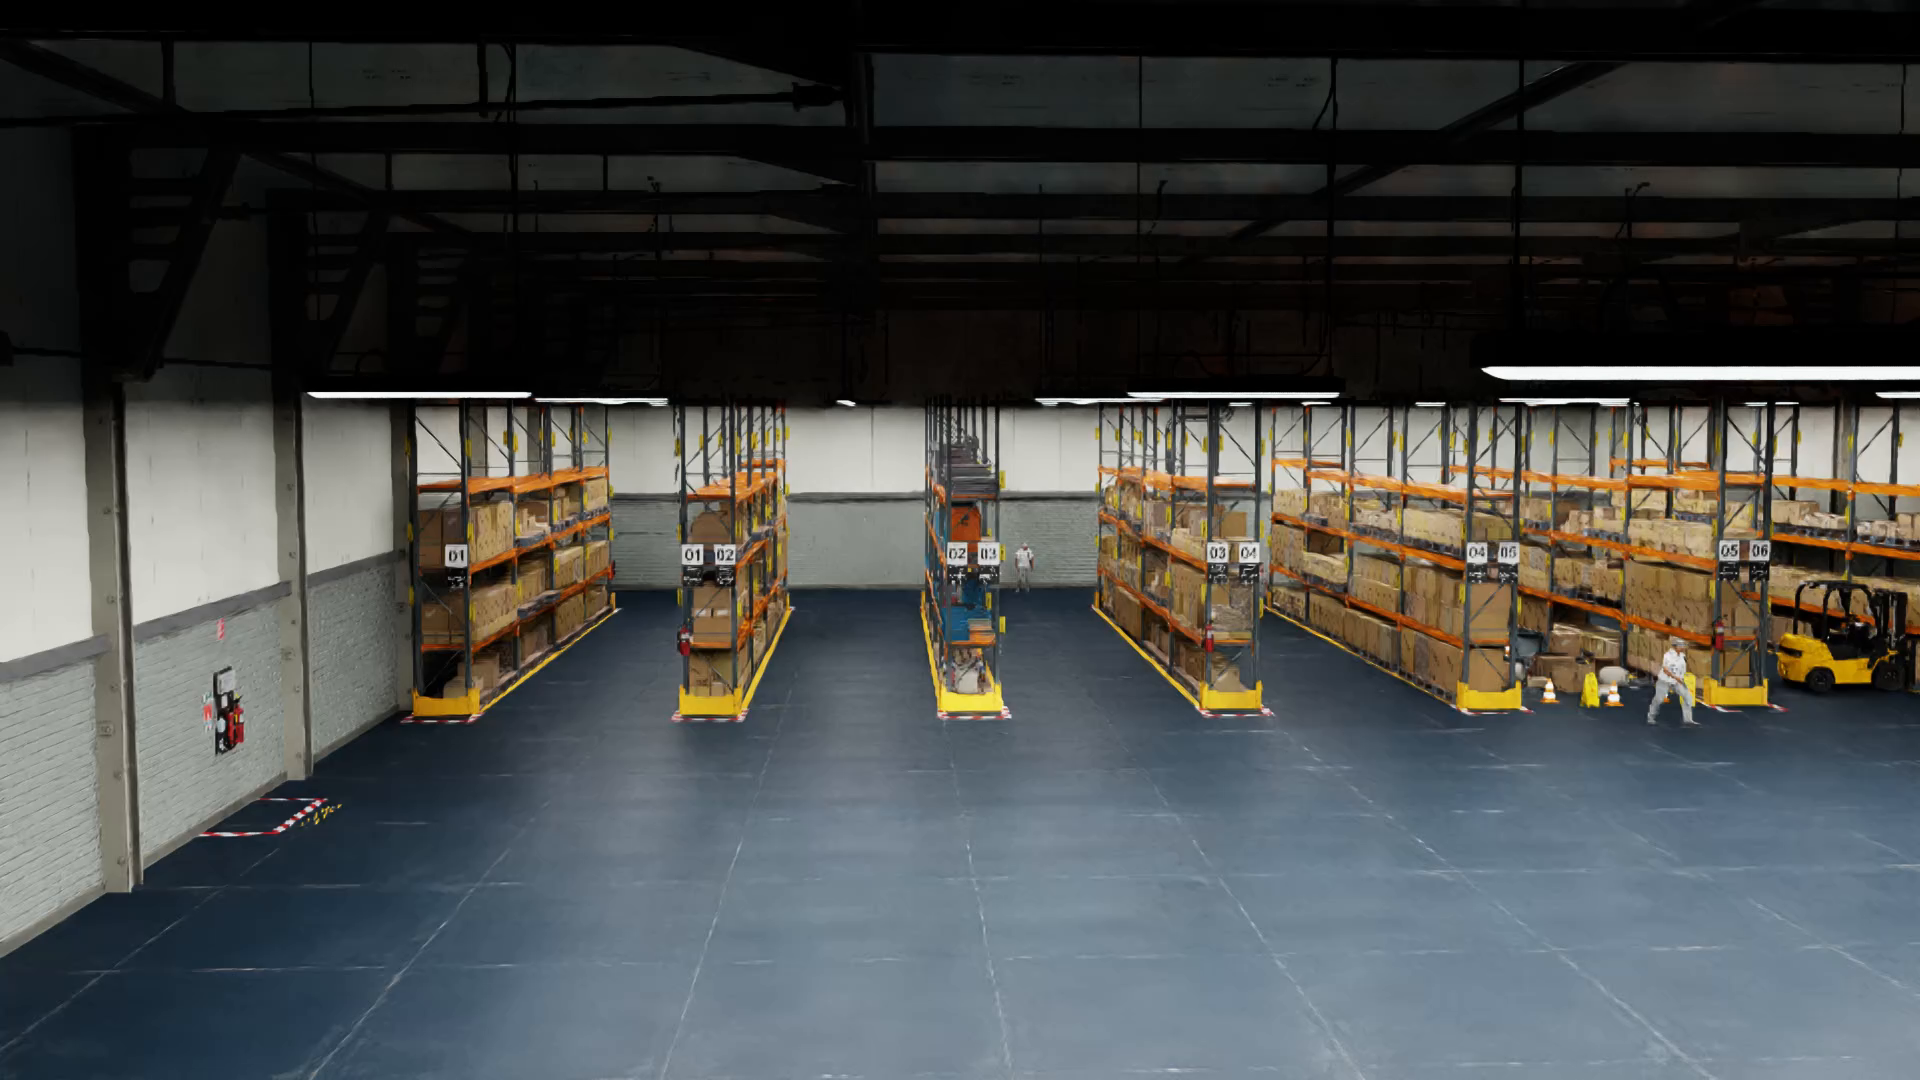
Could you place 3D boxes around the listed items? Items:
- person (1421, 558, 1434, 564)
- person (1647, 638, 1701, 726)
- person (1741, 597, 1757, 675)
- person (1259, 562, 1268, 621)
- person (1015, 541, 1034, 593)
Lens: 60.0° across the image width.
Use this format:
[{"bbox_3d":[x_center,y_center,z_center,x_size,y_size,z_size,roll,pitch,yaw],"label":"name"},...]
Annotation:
[{"bbox_3d":[13.953,0.939,49.492,0.700,1.769,0.555,-3,5,-29],"label":"person"},{"bbox_3d":[12.870,2.546,30.035,0.664,1.598,0.797,-2,5,-22],"label":"person"},{"bbox_3d":[16.923,2.060,35.780,0.465,1.662,0.498,2,5,27],"label":"person"},{"bbox_3d":[8.089,1.369,44.797,0.446,1.589,1.095,0,5,-4],"label":"person"},{"bbox_3d":[1.999,0.832,51.759,0.592,1.625,0.532,0,5,-5],"label":"person"}]
